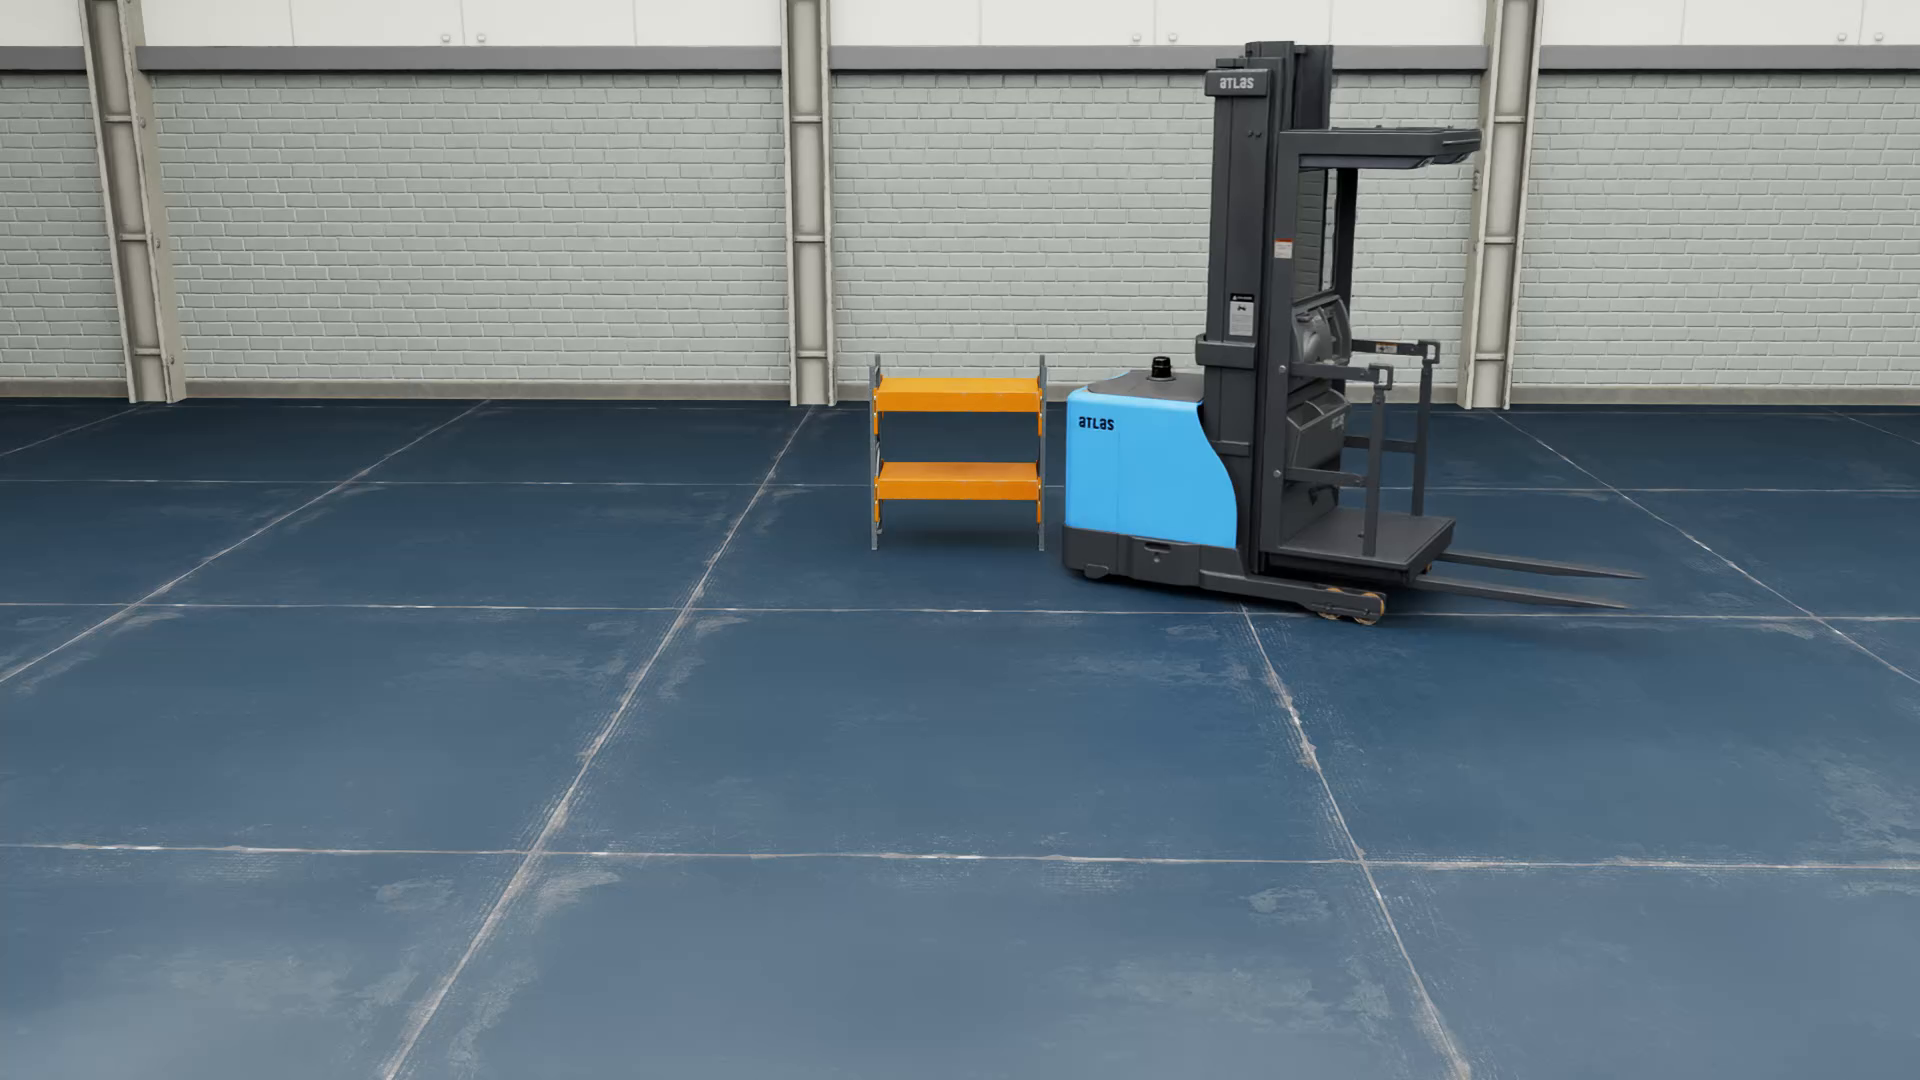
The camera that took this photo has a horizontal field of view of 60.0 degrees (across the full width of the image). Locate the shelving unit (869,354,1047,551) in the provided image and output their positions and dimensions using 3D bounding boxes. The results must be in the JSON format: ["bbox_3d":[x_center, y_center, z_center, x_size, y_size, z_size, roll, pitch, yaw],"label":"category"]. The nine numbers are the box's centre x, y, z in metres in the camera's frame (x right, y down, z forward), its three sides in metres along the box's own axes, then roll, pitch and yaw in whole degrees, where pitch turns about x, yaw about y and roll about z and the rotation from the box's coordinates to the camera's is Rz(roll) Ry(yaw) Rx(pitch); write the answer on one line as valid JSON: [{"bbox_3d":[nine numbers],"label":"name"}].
[{"bbox_3d":[-0.007,-0.544,10.197,1.048,1.125,0.538,0,15,1],"label":"shelving unit"}]

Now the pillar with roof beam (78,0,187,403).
[{"bbox_3d":[-7.426,-4.533,9.880,0.400,9.000,9.100,0,15,1],"label":"pillar with roof beam"}]

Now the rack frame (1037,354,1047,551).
[{"bbox_3d":[0.501,-0.541,10.184,0.032,1.125,0.500,0,15,1],"label":"rack frame"}]

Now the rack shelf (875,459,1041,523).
[{"bbox_3d":[-0.007,-0.308,10.259,1.000,0.278,0.538,0,15,1],"label":"rack shelf"}]

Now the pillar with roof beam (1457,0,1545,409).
[{"bbox_3d":[4.570,-4.454,9.584,0.400,9.000,9.100,0,15,1],"label":"pillar with roof beam"}]

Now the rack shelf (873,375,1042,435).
[{"bbox_3d":[-0.007,-0.827,10.122,1.000,0.278,0.538,0,15,1],"label":"rack shelf"}]

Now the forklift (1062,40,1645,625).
[{"bbox_3d":[2.124,-1.129,8.875,3.031,2.935,1.130,8,17,28],"label":"forklift"}]

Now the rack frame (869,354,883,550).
[{"bbox_3d":[-0.515,-0.547,10.209,0.032,1.125,0.500,0,15,1],"label":"rack frame"}]

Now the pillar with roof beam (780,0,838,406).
[{"bbox_3d":[-1.428,-4.494,9.732,0.400,9.000,9.100,0,15,1],"label":"pillar with roof beam"}]
